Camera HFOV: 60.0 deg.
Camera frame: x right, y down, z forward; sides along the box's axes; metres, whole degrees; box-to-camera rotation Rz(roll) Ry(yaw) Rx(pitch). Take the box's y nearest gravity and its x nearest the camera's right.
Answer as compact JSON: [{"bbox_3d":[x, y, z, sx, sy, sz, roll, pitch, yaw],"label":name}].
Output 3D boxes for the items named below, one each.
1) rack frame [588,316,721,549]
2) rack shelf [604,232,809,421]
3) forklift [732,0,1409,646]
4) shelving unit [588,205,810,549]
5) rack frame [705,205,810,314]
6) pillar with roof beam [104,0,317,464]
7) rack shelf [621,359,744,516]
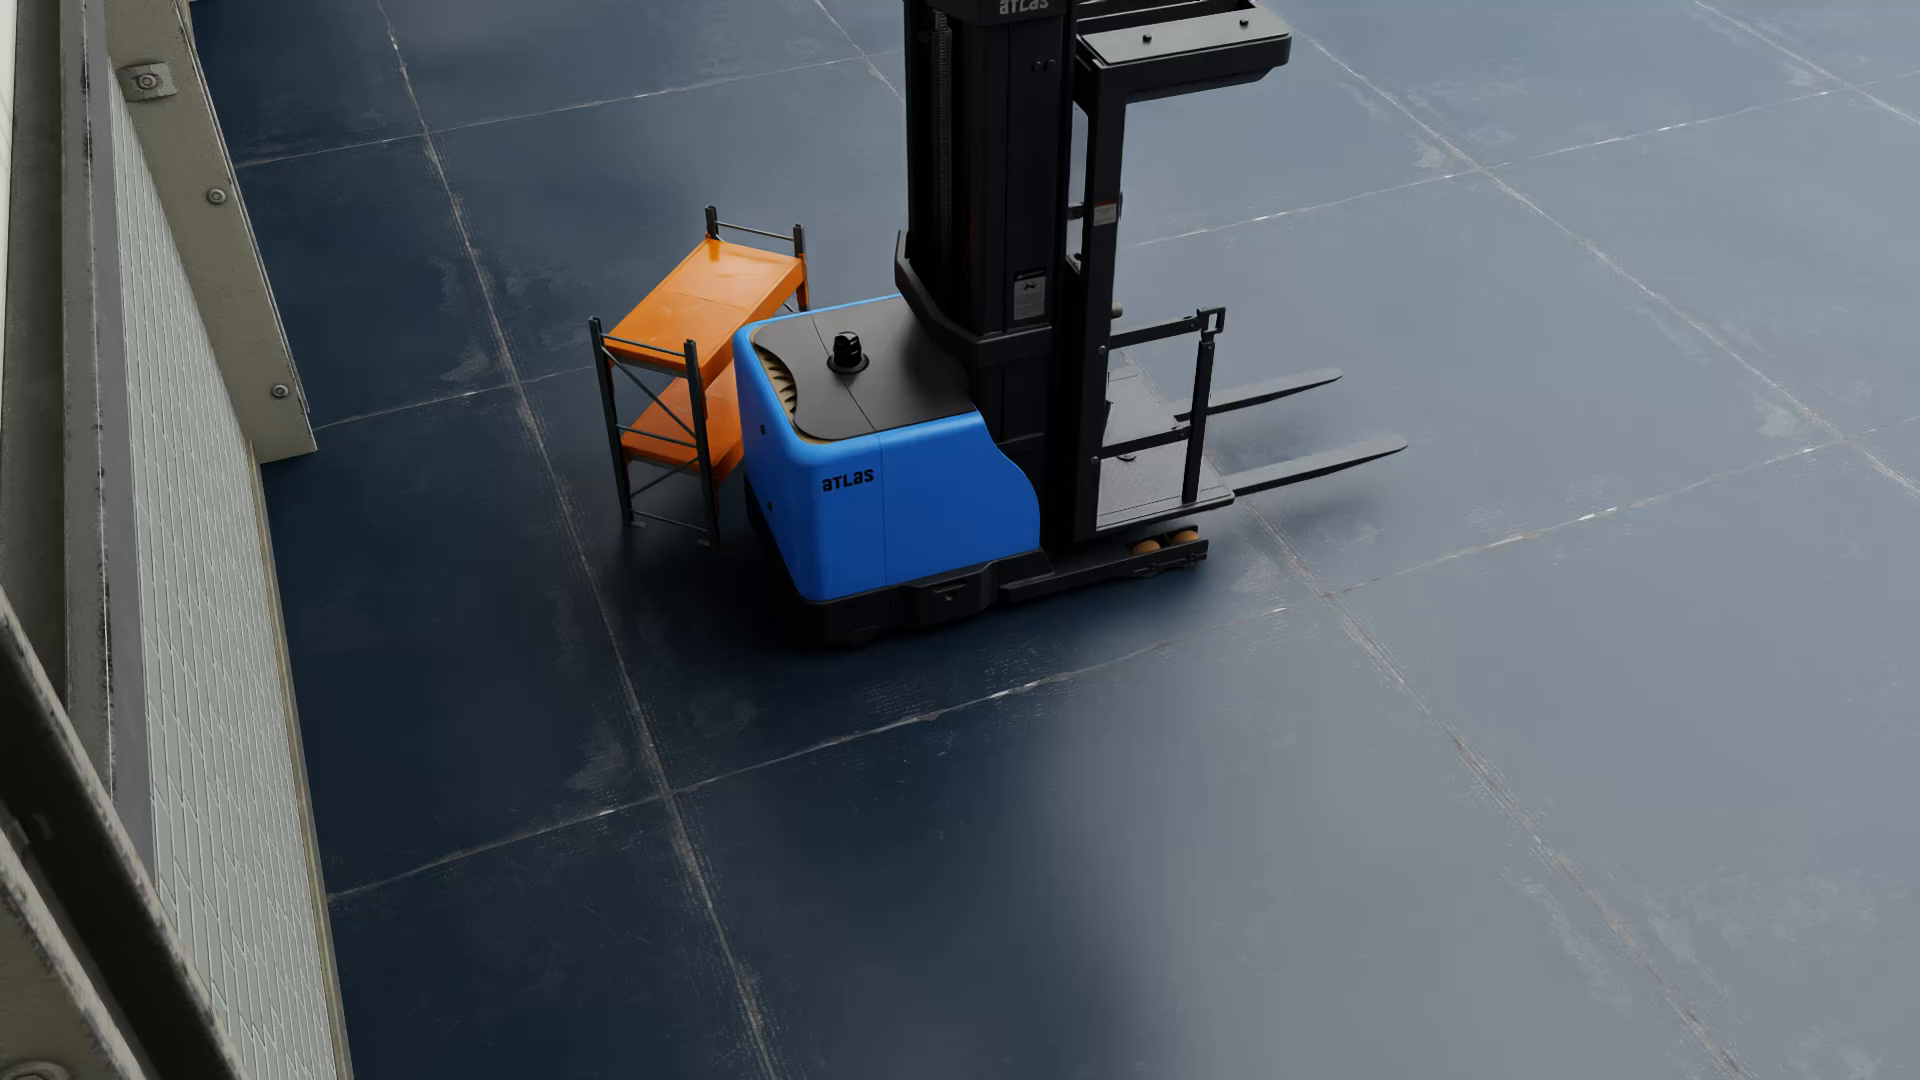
[{"bbox_3d":[-1.335,-0.454,7.334,0.500,1.125,0.032,15,43,17],"label":"rack frame"},{"bbox_3d":[-1.143,-0.983,7.500,0.538,0.278,1.000,15,43,17],"label":"rack shelf"},{"bbox_3d":[0.587,-1.253,6.878,3.031,2.935,1.130,-14,43,-15],"label":"forklift"},{"bbox_3d":[-1.143,-0.761,7.691,0.538,1.125,1.048,15,43,17],"label":"shelving unit"},{"bbox_3d":[-0.952,-1.068,8.048,0.500,1.125,0.032,15,43,17],"label":"rack frame"},{"bbox_3d":[0.597,-5.005,6.588,9.100,9.000,0.400,-15,43,-17],"label":"pillar with roof beam"},{"bbox_3d":[-1.143,-0.575,7.850,0.538,0.278,1.000,15,43,17],"label":"rack shelf"}]
